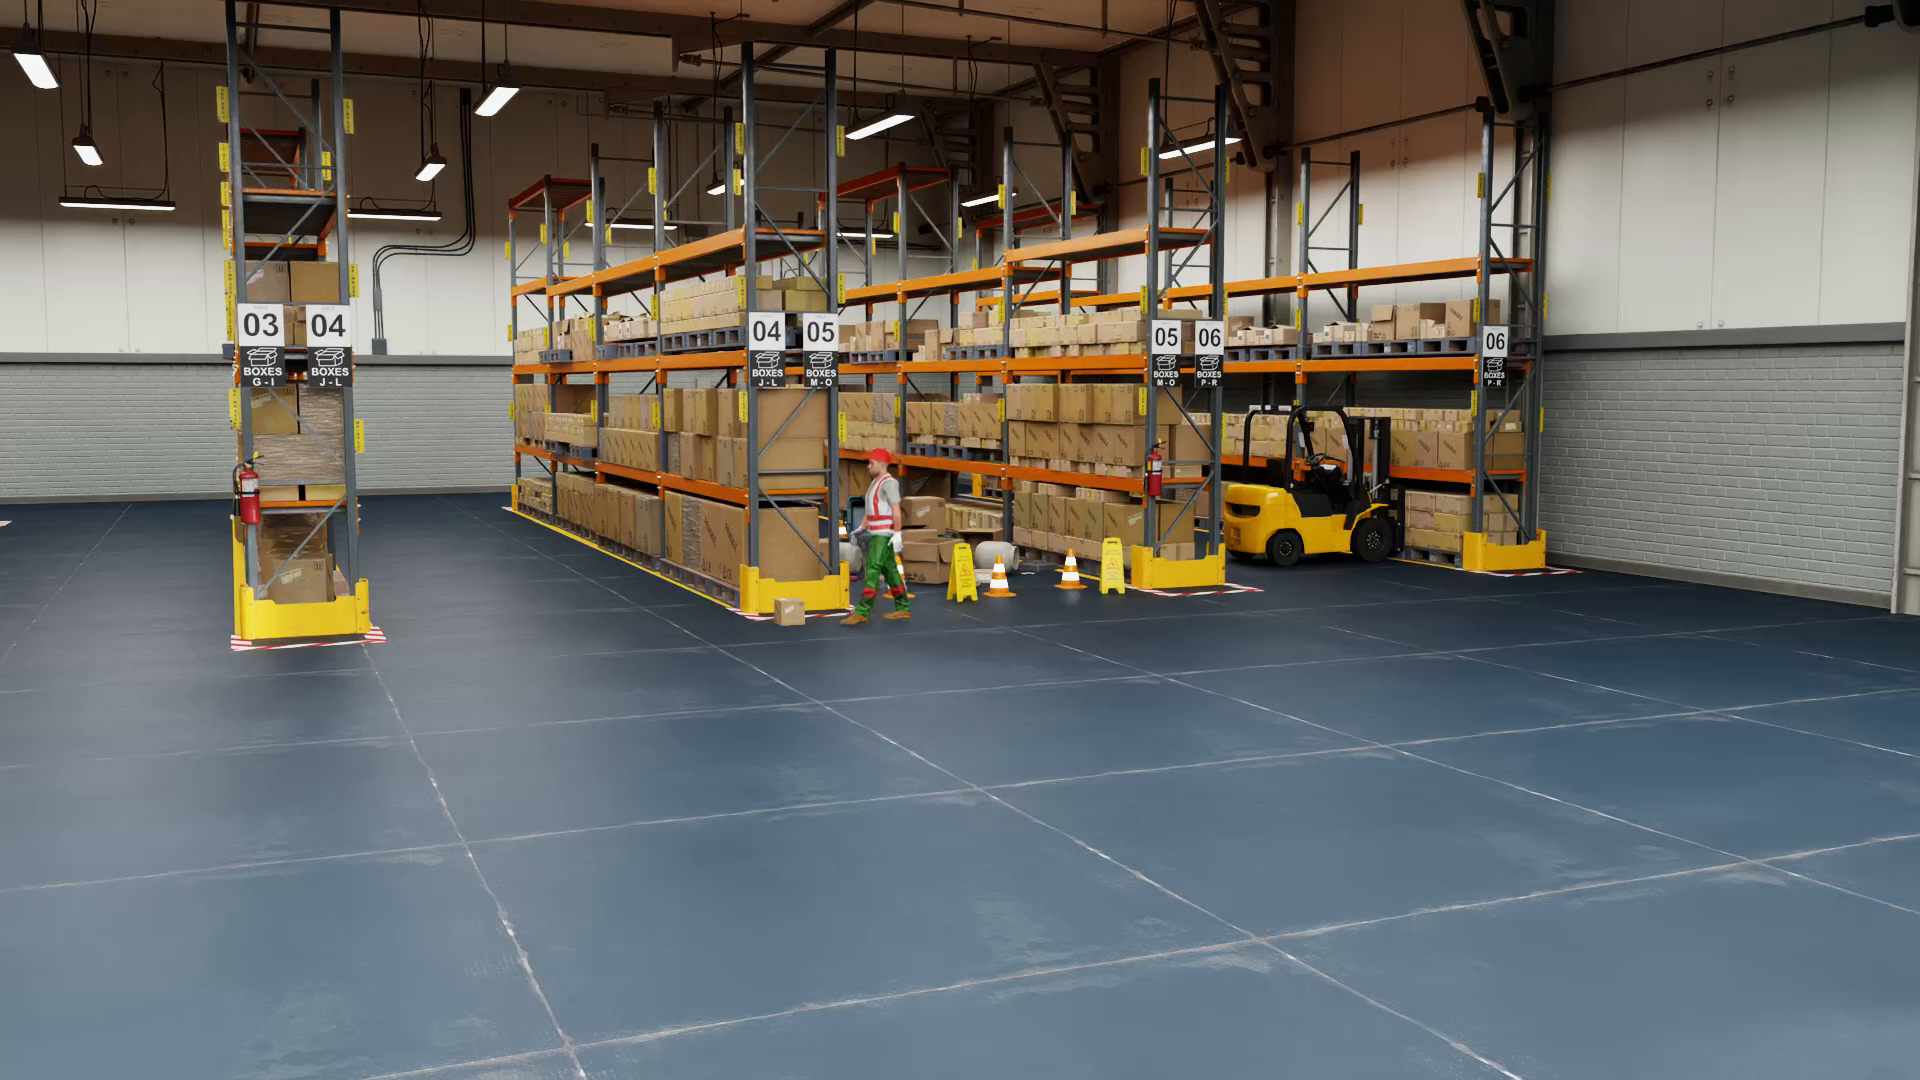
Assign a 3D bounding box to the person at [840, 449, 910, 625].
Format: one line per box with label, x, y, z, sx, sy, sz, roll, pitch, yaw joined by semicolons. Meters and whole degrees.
person;-0.889;-0.053;16.965;0.808;1.756;0.578;-2;6;-18
